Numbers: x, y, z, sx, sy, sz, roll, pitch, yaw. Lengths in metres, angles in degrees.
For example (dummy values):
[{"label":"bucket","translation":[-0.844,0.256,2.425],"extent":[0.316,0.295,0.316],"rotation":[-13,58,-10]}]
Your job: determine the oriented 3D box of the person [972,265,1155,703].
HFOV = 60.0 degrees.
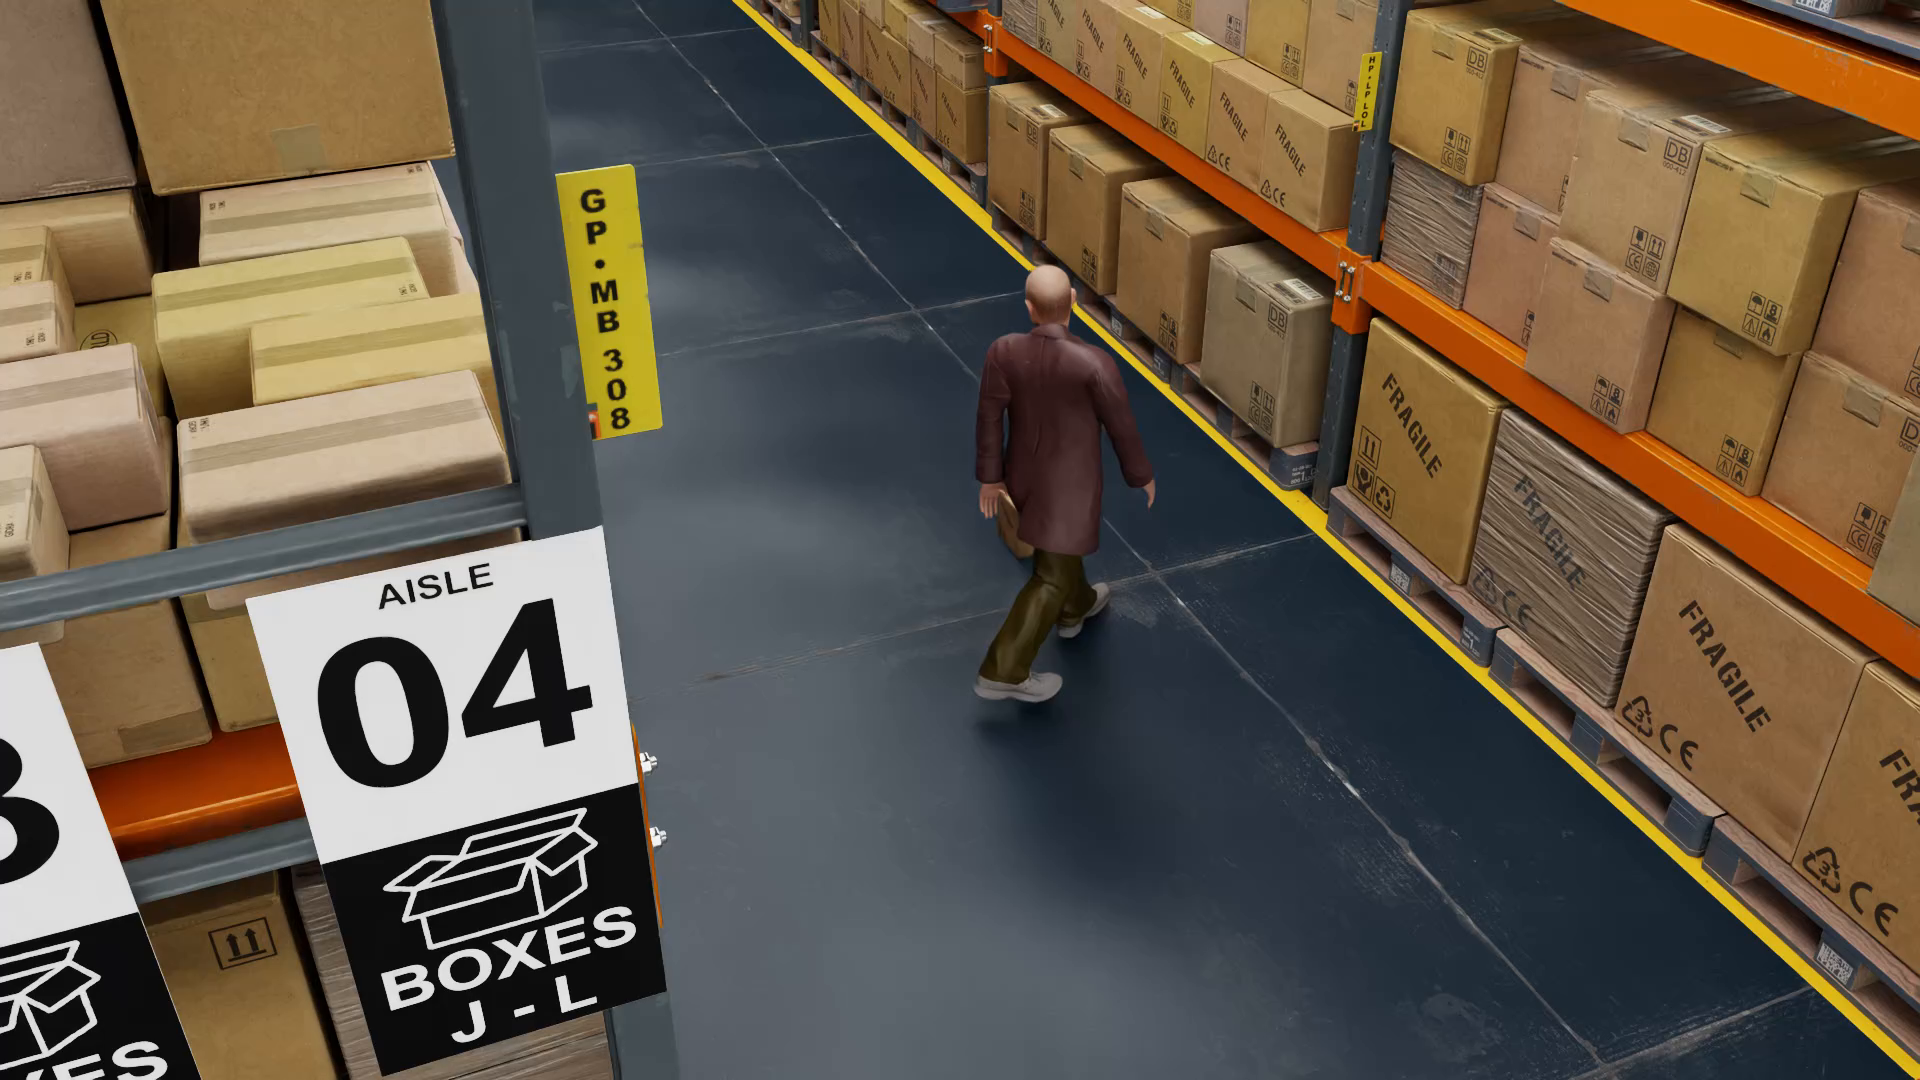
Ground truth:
[{"label":"person","translation":[0.398,-0.229,6.514],"extent":[0.621,1.738,1.006],"rotation":[25,40,33]}]
